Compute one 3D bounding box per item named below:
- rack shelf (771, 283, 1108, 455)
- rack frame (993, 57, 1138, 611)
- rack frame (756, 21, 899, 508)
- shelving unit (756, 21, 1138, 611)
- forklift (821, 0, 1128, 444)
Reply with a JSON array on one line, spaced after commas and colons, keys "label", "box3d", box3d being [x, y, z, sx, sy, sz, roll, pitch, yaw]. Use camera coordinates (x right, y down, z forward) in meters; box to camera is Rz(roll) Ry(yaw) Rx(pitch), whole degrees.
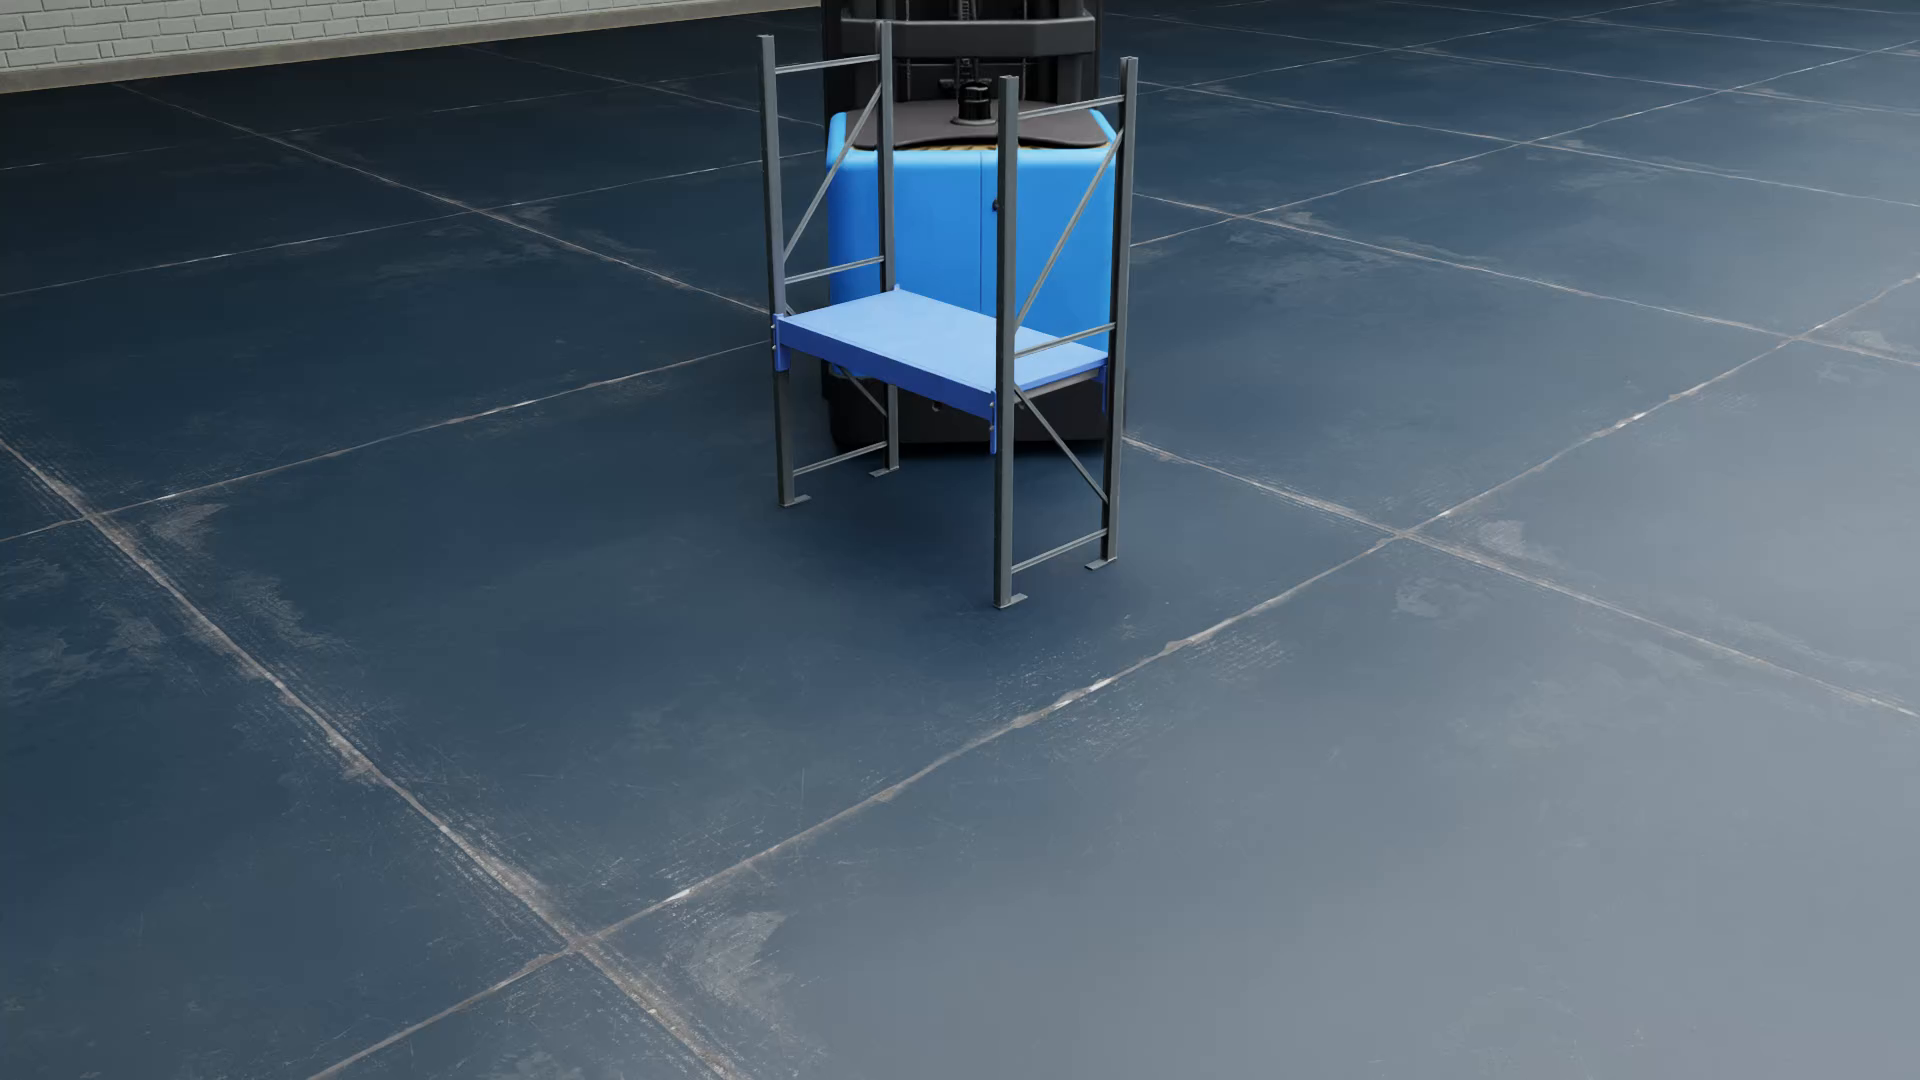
[{"label": "rack shelf", "box3d": [-0.058, -0.545, 5.070, 0.538, 0.185, 1.000, -21, 32, -38]}, {"label": "rack frame", "box3d": [0.289, -0.554, 4.658, 0.500, 1.500, 0.032, -21, 32, -38]}, {"label": "rack frame", "box3d": [-0.406, -0.862, 5.333, 0.500, 1.500, 0.032, -21, 32, -38]}, {"label": "shelving unit", "box3d": [-0.058, -0.708, 4.995, 0.538, 1.500, 1.048, -21, 32, -38]}, {"label": "forklift", "box3d": [-0.009, -2.239, 6.626, 1.130, 2.935, 3.031, -1, 25, -3]}]
